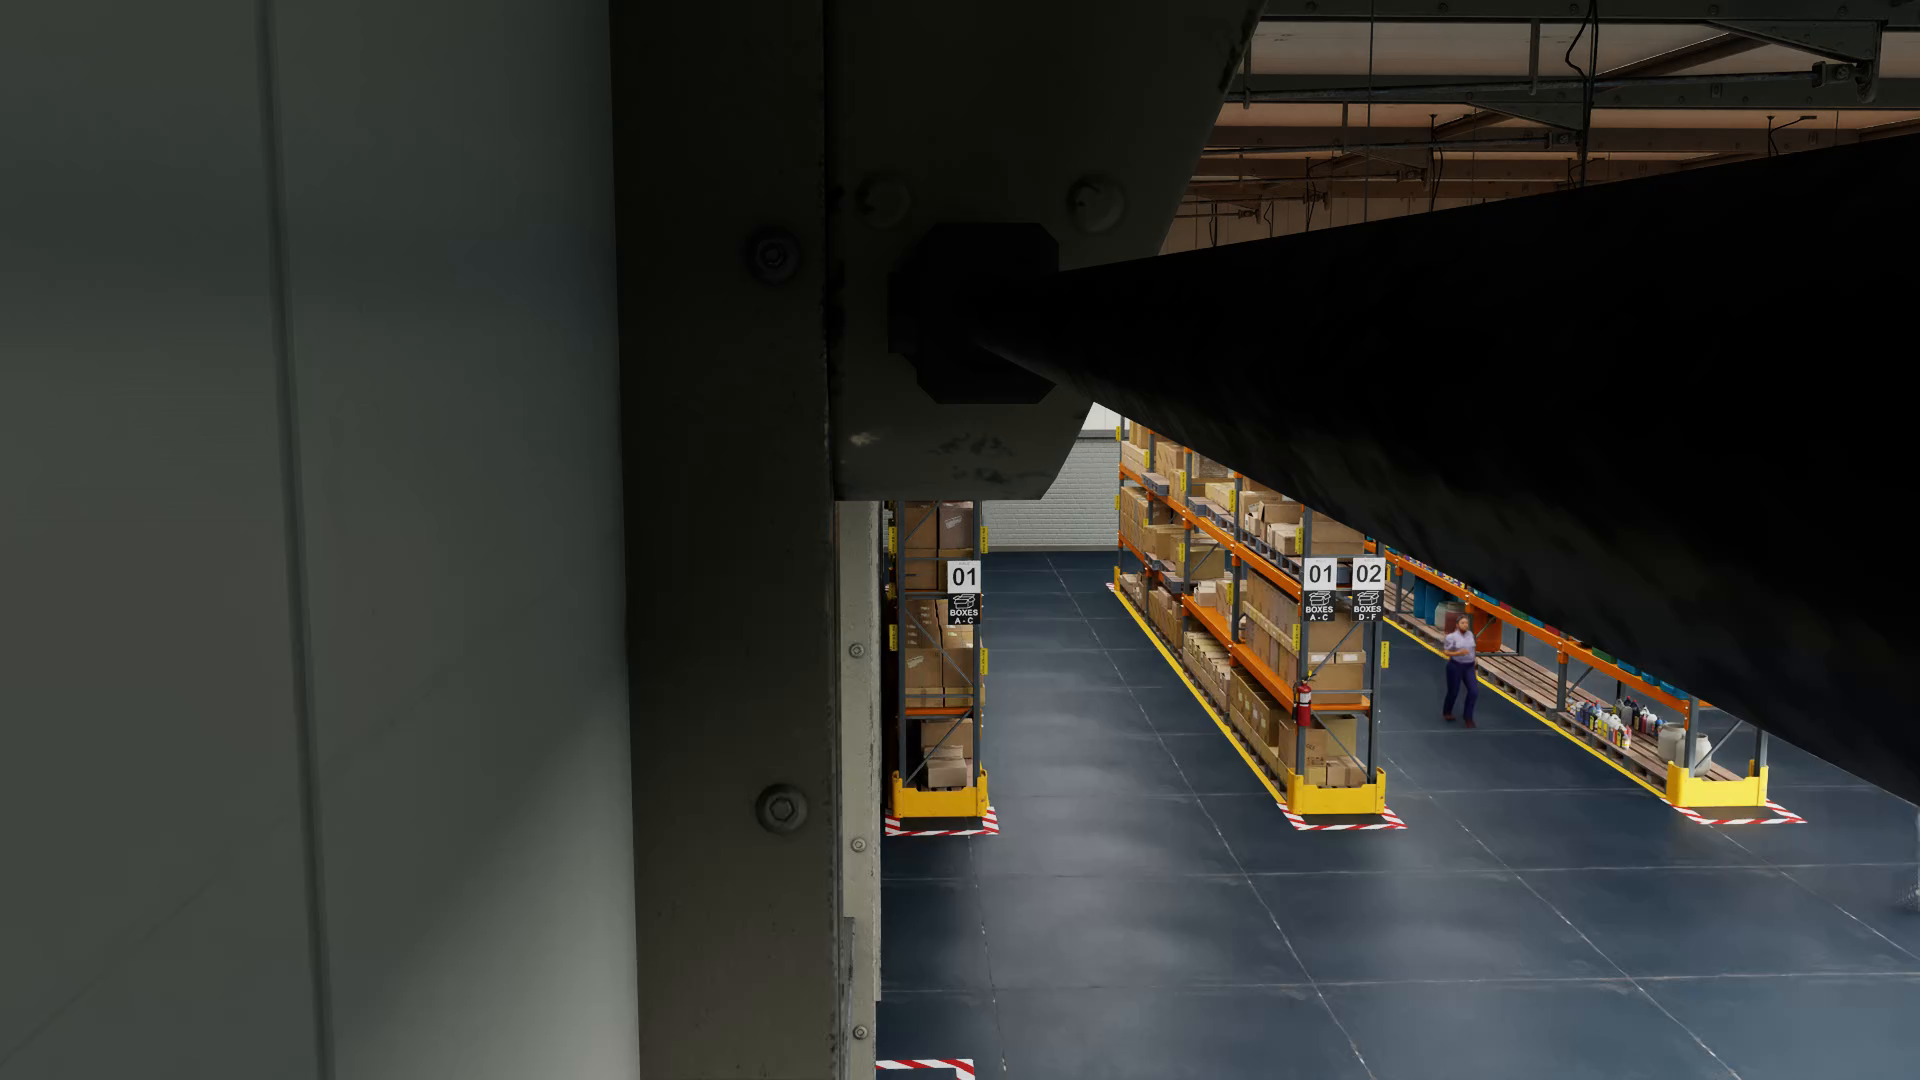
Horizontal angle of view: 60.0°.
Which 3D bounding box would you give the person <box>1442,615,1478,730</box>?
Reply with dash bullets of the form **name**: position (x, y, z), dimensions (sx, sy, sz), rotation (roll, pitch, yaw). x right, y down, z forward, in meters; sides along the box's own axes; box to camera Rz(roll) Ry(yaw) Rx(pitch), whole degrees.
- **person**: position (7.465, 1.966, 24.787), dimensions (0.585, 1.700, 0.708), rotation (-1, 8, -8)
